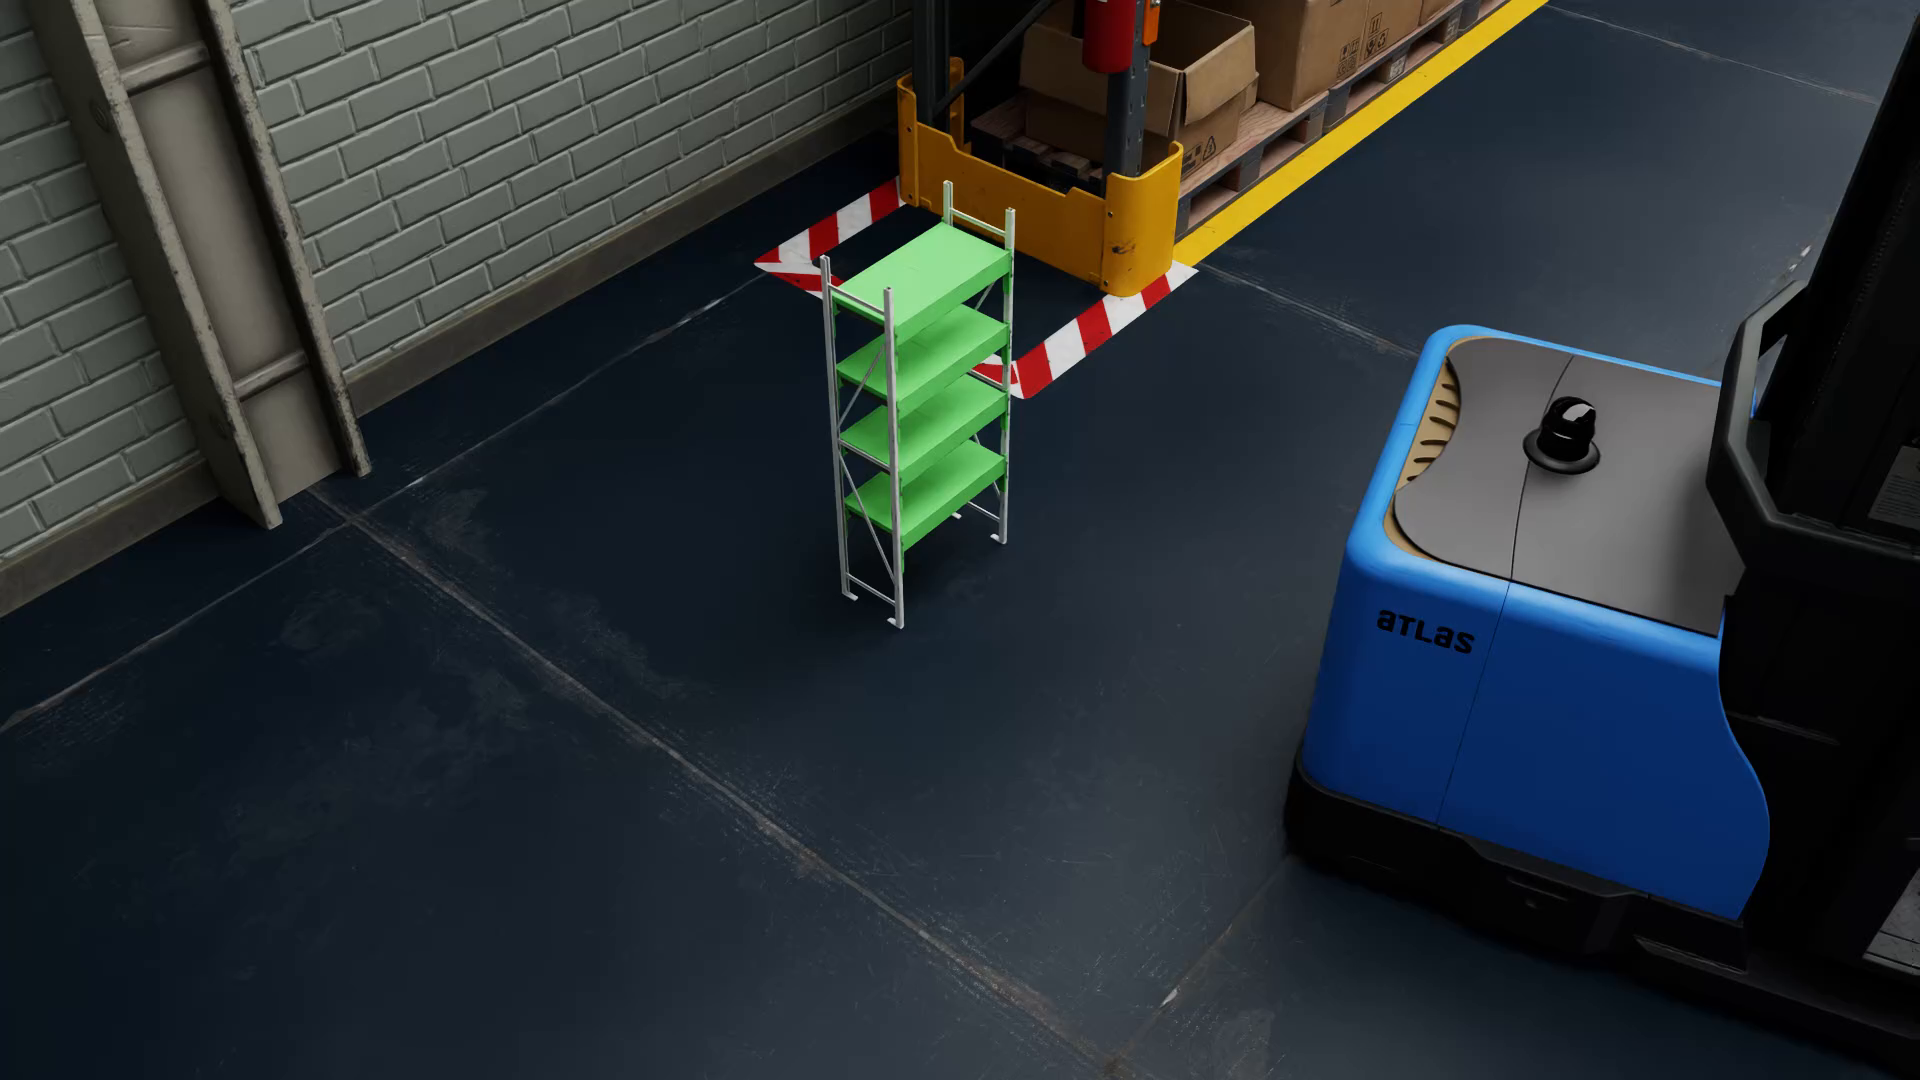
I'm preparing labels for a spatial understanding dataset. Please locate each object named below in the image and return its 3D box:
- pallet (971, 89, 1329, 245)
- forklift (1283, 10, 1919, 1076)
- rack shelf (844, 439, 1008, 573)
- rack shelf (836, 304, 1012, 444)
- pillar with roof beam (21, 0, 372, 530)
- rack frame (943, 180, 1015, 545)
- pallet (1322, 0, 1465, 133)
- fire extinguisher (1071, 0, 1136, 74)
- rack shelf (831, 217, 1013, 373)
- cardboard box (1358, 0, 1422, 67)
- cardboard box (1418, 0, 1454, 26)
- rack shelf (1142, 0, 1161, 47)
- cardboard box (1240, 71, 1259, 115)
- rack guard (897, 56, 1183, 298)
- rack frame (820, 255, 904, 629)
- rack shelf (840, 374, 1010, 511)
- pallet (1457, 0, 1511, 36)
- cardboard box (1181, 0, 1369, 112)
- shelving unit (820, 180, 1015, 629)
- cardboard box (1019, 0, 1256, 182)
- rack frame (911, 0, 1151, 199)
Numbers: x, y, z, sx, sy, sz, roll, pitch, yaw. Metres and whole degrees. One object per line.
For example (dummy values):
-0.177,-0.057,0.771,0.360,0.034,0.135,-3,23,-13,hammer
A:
0.799,-1.724,6.989,1.003,0.211,1.213,29,50,28,pallet
2.406,-0.169,3.257,3.031,2.935,1.130,16,45,17,forklift
-0.107,-0.134,4.957,0.258,0.148,0.480,29,50,28,rack shelf
-0.107,-0.489,4.634,0.258,0.148,0.480,29,50,28,rack shelf
1.107,-1.663,0.390,9.100,9.000,0.400,29,50,28,pillar with roof beam
0.051,-0.484,4.891,0.240,1.200,0.015,29,50,28,rack frame
1.584,-2.349,7.677,1.003,0.211,1.213,29,50,28,pallet
0.496,-1.863,5.404,0.296,0.674,0.183,29,50,28,fire extinguisher
-0.106,-0.667,4.473,0.258,0.148,0.480,29,50,28,rack shelf
1.700,-2.462,7.274,0.500,0.500,0.500,30,50,29,cardboard box
1.952,-2.768,7.611,0.700,0.500,0.500,28,49,27,cardboard box
1.525,-3.069,6.931,1.077,0.370,4.000,29,50,28,rack shelf
1.007,-1.882,6.897,0.380,0.149,0.250,28,49,27,cardboard box
0.286,-1.420,6.440,1.175,0.500,0.348,29,50,28,rack guard
-0.264,-0.233,4.614,0.240,1.200,0.015,29,50,28,rack frame
-0.107,-0.311,4.796,0.258,0.148,0.480,29,50,28,rack shelf
2.369,-2.980,8.371,1.003,0.211,1.213,29,50,28,pallet
1.283,-2.234,7.023,0.700,0.500,0.500,32,51,30,cardboard box
-0.107,-0.359,4.753,0.258,1.200,0.503,29,50,28,shelving unit
0.704,-1.811,6.556,0.797,0.503,0.637,28,49,27,cardboard box
0.237,-2.306,5.556,1.000,3.000,0.127,29,50,28,rack frame
